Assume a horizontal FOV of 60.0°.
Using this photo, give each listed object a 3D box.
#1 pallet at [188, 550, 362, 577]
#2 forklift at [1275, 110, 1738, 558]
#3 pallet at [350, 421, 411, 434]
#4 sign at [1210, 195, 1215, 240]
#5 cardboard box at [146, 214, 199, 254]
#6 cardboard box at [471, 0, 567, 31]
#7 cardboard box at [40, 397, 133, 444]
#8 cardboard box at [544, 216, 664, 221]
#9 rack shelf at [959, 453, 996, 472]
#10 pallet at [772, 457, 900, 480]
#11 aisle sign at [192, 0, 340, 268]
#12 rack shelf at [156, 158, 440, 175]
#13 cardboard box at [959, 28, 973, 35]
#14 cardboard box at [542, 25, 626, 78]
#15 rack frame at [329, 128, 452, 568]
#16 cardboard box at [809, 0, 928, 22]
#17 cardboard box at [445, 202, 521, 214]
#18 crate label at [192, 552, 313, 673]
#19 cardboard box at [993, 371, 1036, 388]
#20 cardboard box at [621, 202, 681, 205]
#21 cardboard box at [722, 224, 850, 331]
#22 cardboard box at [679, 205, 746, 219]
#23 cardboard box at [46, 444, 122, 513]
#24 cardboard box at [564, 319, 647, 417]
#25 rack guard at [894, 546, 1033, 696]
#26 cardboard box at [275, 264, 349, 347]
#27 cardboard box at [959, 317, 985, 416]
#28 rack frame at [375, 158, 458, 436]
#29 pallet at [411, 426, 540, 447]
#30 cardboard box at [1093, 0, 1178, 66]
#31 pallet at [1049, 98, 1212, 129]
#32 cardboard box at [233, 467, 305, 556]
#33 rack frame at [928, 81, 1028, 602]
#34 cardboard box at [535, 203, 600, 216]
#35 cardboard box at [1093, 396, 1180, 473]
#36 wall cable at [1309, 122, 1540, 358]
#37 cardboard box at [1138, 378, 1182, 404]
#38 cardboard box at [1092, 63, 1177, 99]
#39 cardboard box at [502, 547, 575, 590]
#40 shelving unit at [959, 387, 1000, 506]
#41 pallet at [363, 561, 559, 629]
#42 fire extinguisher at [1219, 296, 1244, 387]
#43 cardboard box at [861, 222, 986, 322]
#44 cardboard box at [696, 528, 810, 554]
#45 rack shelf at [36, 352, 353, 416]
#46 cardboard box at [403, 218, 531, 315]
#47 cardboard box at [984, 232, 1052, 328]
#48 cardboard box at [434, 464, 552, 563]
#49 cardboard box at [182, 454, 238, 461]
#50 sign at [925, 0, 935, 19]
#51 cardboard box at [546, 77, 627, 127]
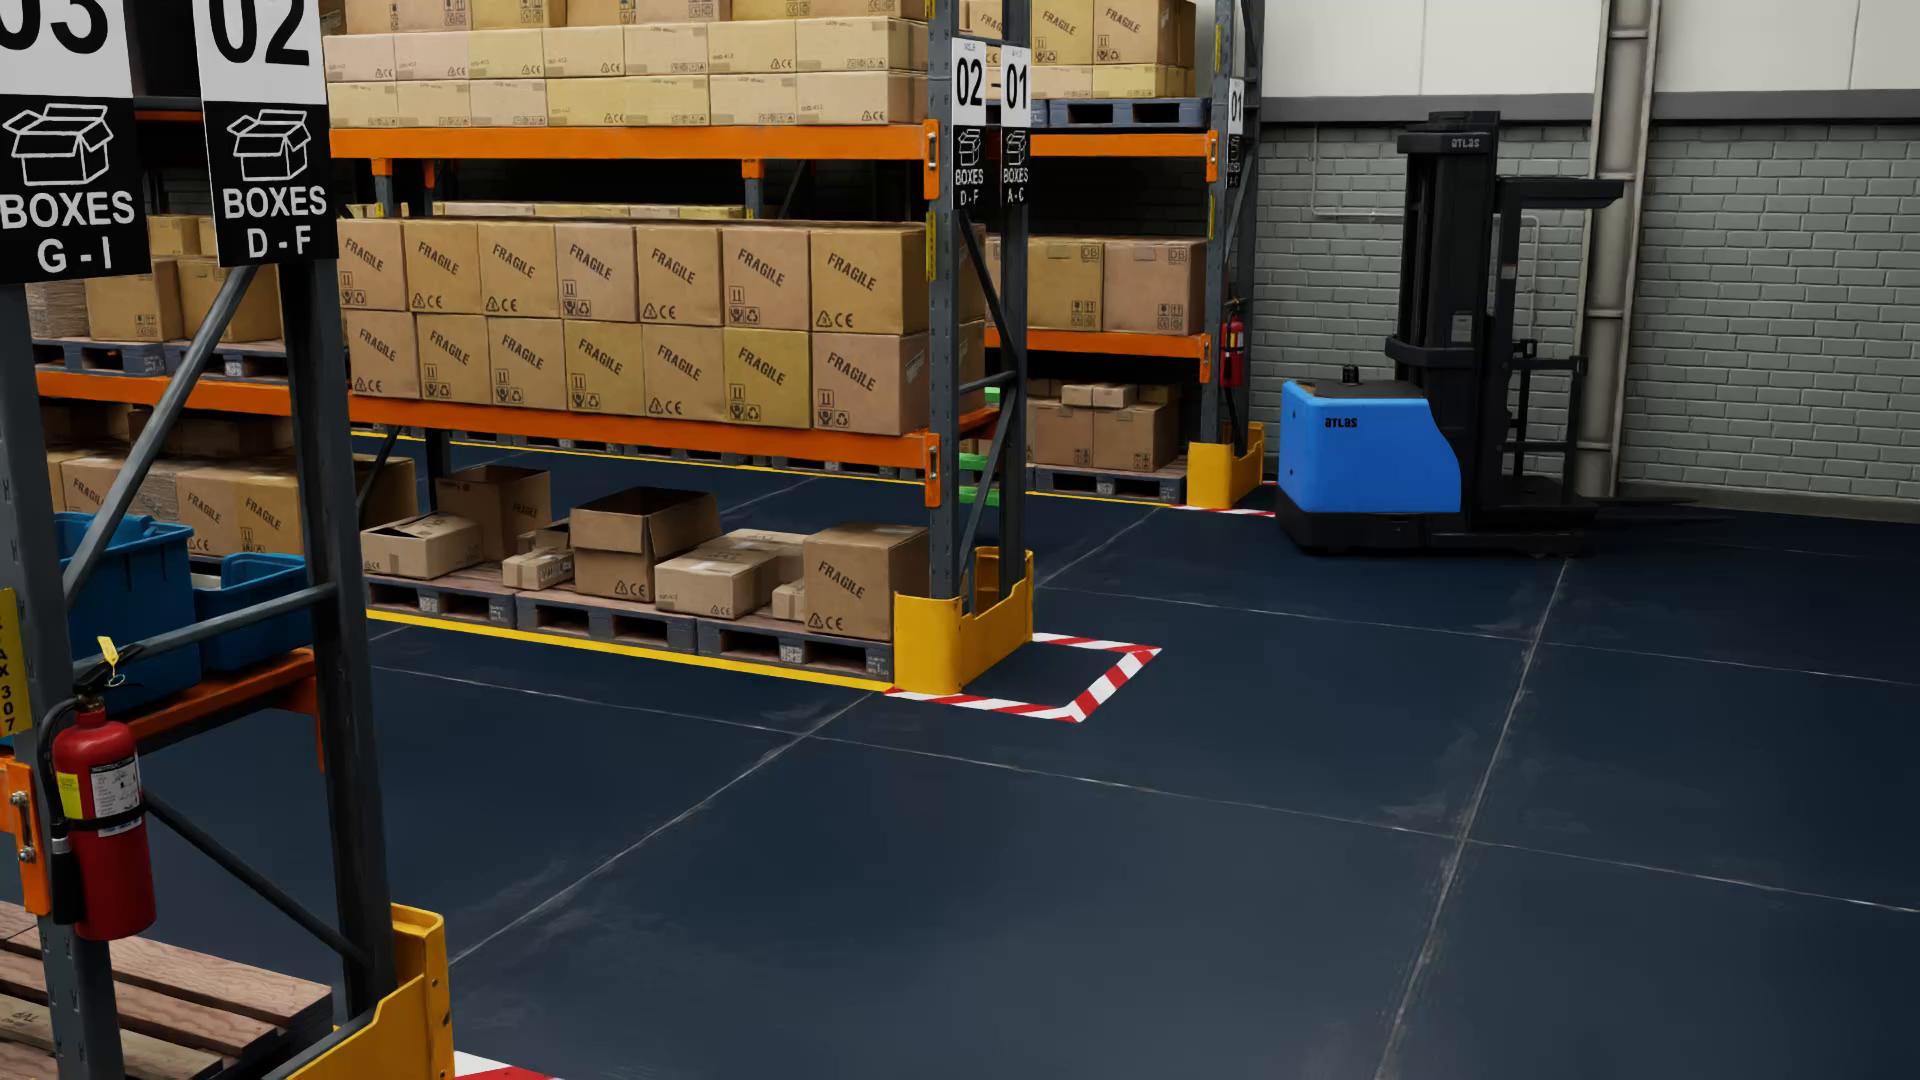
[{"bbox_3d":[-4.310,0.122,10.772,1.213,0.211,1.003,6,14,23],"label":"pallet"},{"bbox_3d":[3.818,-1.430,11.432,3.031,2.935,1.130,0,13,0],"label":"forklift"},{"bbox_3d":[-5.919,-1.288,16.783,1.213,0.211,1.003,6,14,23],"label":"pallet"},{"bbox_3d":[1.876,-2.400,12.363,0.005,0.325,0.100,6,14,23],"label":"sign"},{"bbox_3d":[-8.411,-3.152,17.439,0.500,0.500,0.700,6,14,23],"label":"cardboard box"},{"bbox_3d":[-2.232,-3.006,9.025,0.500,0.500,0.700,6,14,23],"label":"cardboard box"},{"bbox_3d":[-6.205,-0.859,11.715,0.500,0.250,0.500,6,15,25],"label":"cardboard box"},{"bbox_3d":[-2.054,-1.617,9.673,0.500,0.500,0.500,6,14,24],"label":"cardboard box"},{"bbox_3d":[0.151,-0.507,11.567,0.480,0.148,0.258,6,14,23],"label":"rack shelf"},{"bbox_3d":[-0.885,-0.759,14.526,1.213,0.211,1.003,6,14,23],"label":"pallet"},{"bbox_3d":[-1.718,-1.085,4.120,0.004,0.787,0.394,6,14,23],"label":"aisle sign"},{"bbox_3d":[-7.034,-3.868,16.683,4.000,0.370,1.077,6,14,23],"label":"rack shelf"},{"bbox_3d":[-0.258,-2.530,8.641,0.500,0.250,0.500,6,14,23],"label":"cardboard box"},{"bbox_3d":[-1.840,-2.561,8.771,0.500,0.250,0.500,6,14,23],"label":"cardboard box"},{"bbox_3d":[-3.551,-1.168,10.166,0.127,3.000,1.000,6,14,23],"label":"rack frame"},{"bbox_3d":[-0.370,-2.838,8.309,0.500,0.500,0.700,6,14,23],"label":"cardboard box"},{"bbox_3d":[-4.403,-2.996,15.401,0.500,0.250,0.500,6,14,22],"label":"cardboard box"},{"bbox_3d":[-1.996,0.197,4.584,0.303,0.233,0.416,6,14,23],"label":"crate label"},{"bbox_3d":[0.464,-1.327,13.977,0.250,0.149,0.380,6,14,24],"label":"cardboard box"},{"bbox_3d":[-2.805,-2.961,15.251,0.500,0.250,0.500,5,14,21],"label":"cardboard box"},{"bbox_3d":[-0.875,-1.364,8.593,0.500,0.500,0.500,6,15,25],"label":"cardboard box"},{"bbox_3d":[-2.079,-2.761,14.400,0.500,0.250,0.500,6,15,25],"label":"cardboard box"},{"bbox_3d":[-5.971,-0.339,11.141,0.500,0.500,0.500,6,14,22],"label":"cardboard box"},{"bbox_3d":[-1.804,-0.972,9.114,0.500,0.500,0.500,6,14,22],"label":"cardboard box"},{"bbox_3d":[0.036,0.412,8.905,0.348,0.500,1.175,6,14,23],"label":"rack guard"},{"bbox_3d":[-3.894,-1.512,10.493,0.500,0.500,0.700,1,13,4],"label":"cardboard box"},{"bbox_3d":[-0.193,-0.943,8.987,0.500,0.500,0.500,6,15,24],"label":"cardboard box"},{"bbox_3d":[-5.205,-2.573,16.154,0.127,3.000,1.000,6,14,23],"label":"rack frame"},{"bbox_3d":[-4.515,-1.127,16.095,1.213,0.211,1.003,6,14,23],"label":"pallet"},{"bbox_3d":[1.329,-3.849,12.575,0.500,0.500,0.500,6,14,23],"label":"cardboard box"},{"bbox_3d":[1.426,-3.317,12.951,1.213,0.211,1.003,6,14,23],"label":"pallet"},{"bbox_3d":[-4.118,-0.151,10.341,0.500,0.500,0.500,6,14,23],"label":"cardboard box"},{"bbox_3d":[0.106,-0.798,8.589,0.127,3.000,1.000,6,14,23],"label":"rack frame"},{"bbox_3d":[-3.475,-2.905,15.012,0.500,0.250,0.500,5,14,22],"label":"cardboard box"},{"bbox_3d":[1.428,-0.864,13.424,0.500,0.500,0.700,6,14,23],"label":"cardboard box"},{"bbox_3d":[3.663,-2.407,13.221,1.851,1.984,0.084,6,14,23],"label":"wall cable"},{"bbox_3d":[1.624,-1.210,13.479,0.250,0.149,0.380,6,14,24],"label":"cardboard box"},{"bbox_3d":[1.332,-3.486,12.667,0.500,0.250,0.500,6,15,25],"label":"cardboard box"},{"bbox_3d":[-2.460,0.159,9.749,0.250,0.166,0.380,6,14,23],"label":"cardboard box"},{"bbox_3d":[0.151,-0.569,11.552,0.503,1.200,0.258,6,14,23],"label":"shelving unit"},{"bbox_3d":[-2.924,0.253,10.213,1.213,0.211,1.003,6,14,23],"label":"pallet"},{"bbox_3d":[2.060,-1.503,12.581,0.183,0.674,0.296,6,14,23],"label":"fire extinguisher"},{"bbox_3d":[-0.193,-1.429,8.873,0.500,0.500,0.500,6,15,25],"label":"cardboard box"},{"bbox_3d":[-1.191,0.124,9.714,0.500,0.250,0.500,6,14,23],"label":"cardboard box"},{"bbox_3d":[-5.380,-1.003,11.037,4.000,0.370,1.077,6,14,23],"label":"rack shelf"},{"bbox_3d":[-2.762,-1.553,9.401,0.500,0.500,0.500,5,14,21],"label":"cardboard box"},{"bbox_3d":[0.276,-2.161,13.744,0.700,0.700,0.980,5,14,21],"label":"cardboard box"},{"bbox_3d":[-2.915,-0.172,10.429,0.500,0.500,0.500,6,14,23],"label":"cardboard box"},{"bbox_3d":[-4.841,-0.356,11.213,0.500,0.500,0.500,6,14,24],"label":"cardboard box"},{"bbox_3d":[-0.137,-2.575,7.659,0.005,0.325,0.100,6,14,23],"label":"sign"},{"bbox_3d":[-1.836,-2.319,8.835,0.500,0.250,0.500,6,14,23],"label":"cardboard box"}]
